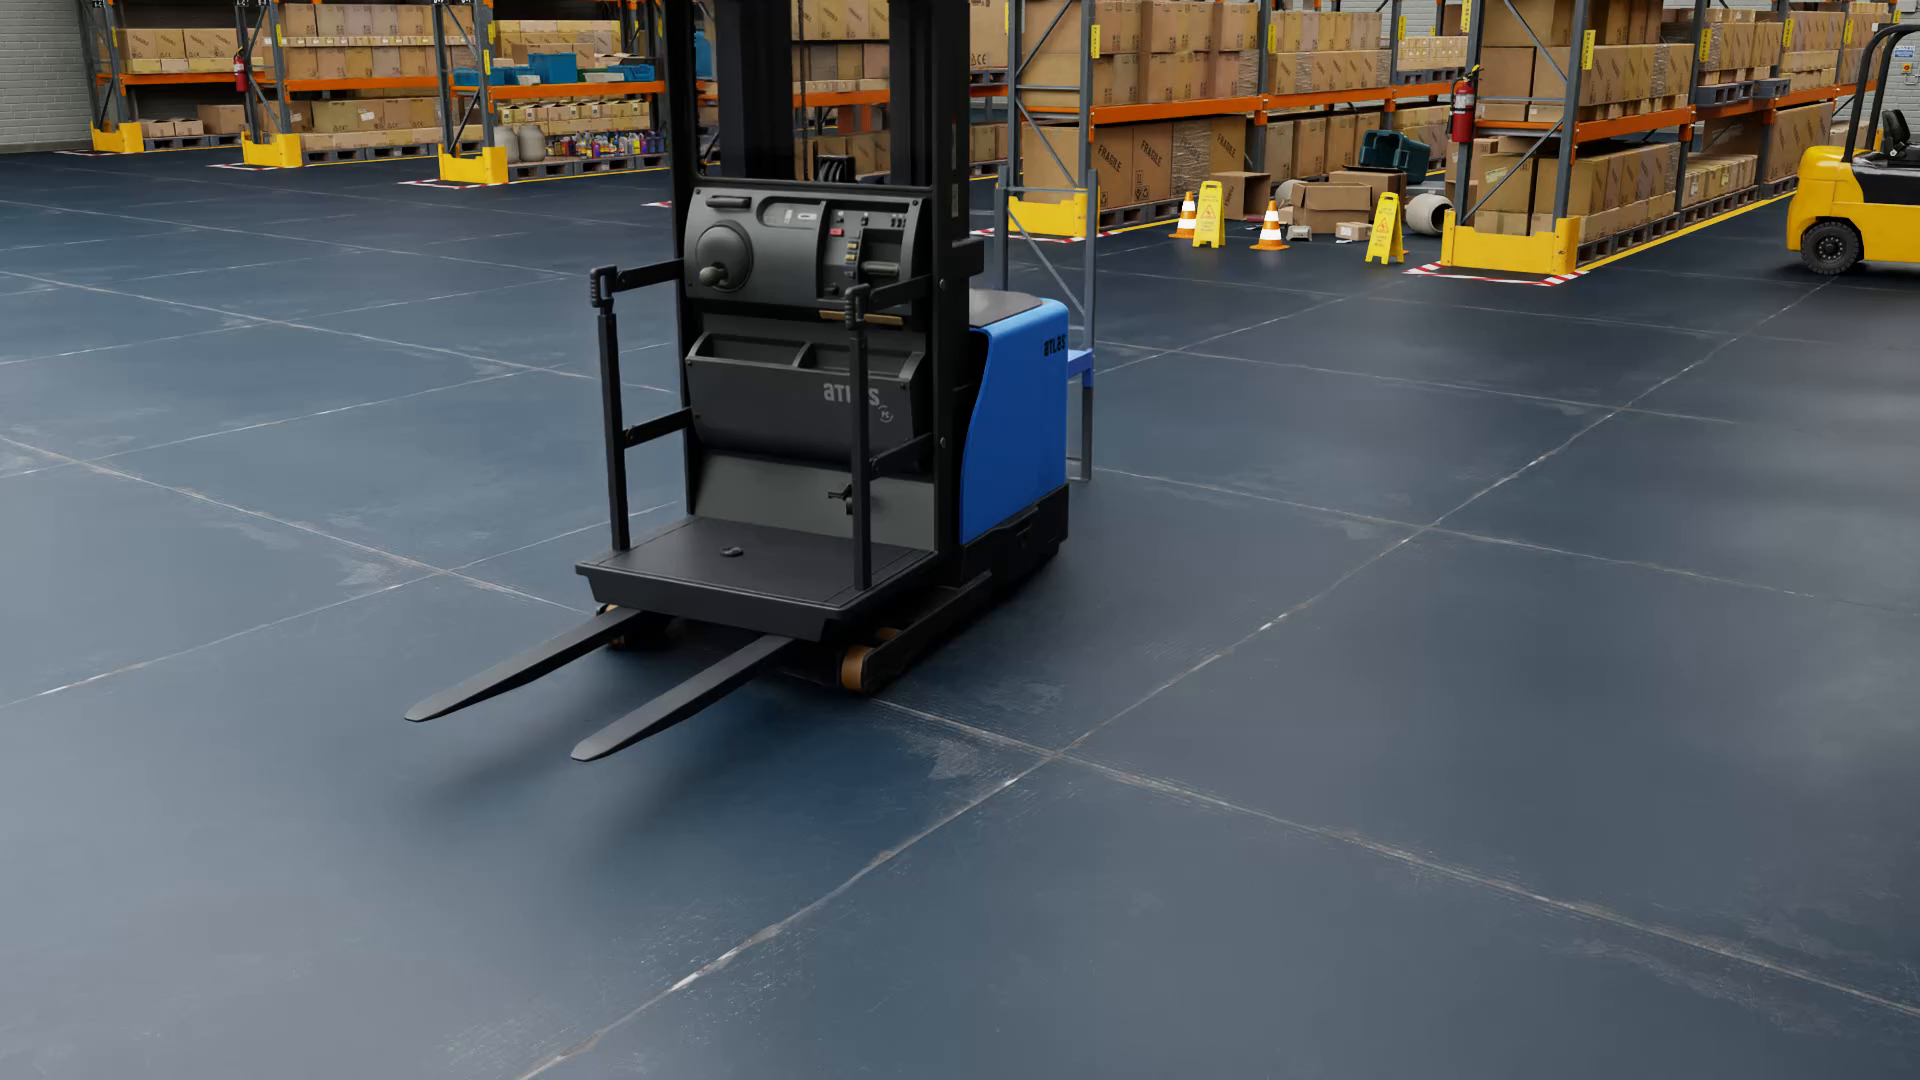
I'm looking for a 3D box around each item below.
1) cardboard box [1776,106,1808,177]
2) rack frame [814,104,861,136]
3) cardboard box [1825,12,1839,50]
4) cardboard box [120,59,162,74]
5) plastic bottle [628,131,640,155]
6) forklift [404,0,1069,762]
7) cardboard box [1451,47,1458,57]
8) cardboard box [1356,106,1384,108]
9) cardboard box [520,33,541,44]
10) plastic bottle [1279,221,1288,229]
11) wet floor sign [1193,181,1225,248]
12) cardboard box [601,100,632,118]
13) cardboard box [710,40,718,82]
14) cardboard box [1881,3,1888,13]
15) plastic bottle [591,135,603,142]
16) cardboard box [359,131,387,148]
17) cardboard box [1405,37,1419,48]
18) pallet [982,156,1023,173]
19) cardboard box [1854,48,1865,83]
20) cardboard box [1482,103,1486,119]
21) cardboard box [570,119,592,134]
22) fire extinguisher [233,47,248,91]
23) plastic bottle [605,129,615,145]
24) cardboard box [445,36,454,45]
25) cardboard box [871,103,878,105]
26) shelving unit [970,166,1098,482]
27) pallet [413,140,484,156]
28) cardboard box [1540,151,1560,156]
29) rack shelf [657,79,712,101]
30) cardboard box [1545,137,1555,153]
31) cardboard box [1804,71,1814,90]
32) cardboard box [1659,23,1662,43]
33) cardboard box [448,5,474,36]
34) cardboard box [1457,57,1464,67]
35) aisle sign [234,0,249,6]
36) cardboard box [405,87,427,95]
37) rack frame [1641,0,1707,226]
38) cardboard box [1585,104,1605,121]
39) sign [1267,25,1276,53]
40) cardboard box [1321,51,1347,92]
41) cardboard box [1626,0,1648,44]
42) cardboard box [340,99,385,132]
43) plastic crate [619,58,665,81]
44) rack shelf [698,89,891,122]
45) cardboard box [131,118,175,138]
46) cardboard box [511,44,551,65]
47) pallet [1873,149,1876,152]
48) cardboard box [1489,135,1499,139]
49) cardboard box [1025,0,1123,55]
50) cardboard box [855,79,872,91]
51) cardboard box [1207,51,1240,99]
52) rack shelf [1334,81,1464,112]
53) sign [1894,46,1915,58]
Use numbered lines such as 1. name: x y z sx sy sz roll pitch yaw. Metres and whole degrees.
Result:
1. cardboard box: 10.763 -5.369 22.351 0.875 0.875 0.875 13 21 35
2. rack frame: -2.186 -8.448 29.391 1.000 3.000 0.127 12 21 35
3. cardboard box: 11.767 -7.025 22.952 0.500 0.500 0.500 13 21 36
4. cardboard box: -14.364 -8.292 29.106 0.500 0.250 0.500 12 21 33
5. plastic bottle: -5.029 -6.114 25.598 0.144 0.351 0.185 12 21 34
6. forklift: -0.648 -1.030 5.618 1.130 2.935 3.031 8 19 25
7. cardboard box: 7.398 -7.469 25.452 0.380 0.149 0.250 11 20 32
8. cardboard box: 6.204 -6.369 24.938 0.500 0.250 0.500 13 21 35
9. cardboard box: -9.328 -10.592 35.590 0.500 0.500 0.500 13 22 36
10. plastic bottle: 3.536 -3.472 18.321 0.133 0.061 0.283 5 18 16
11. wet floor sign: 2.521 -3.286 16.738 0.267 0.644 0.232 8 19 25
12. cardboard box: -6.581 -8.187 31.531 0.500 0.311 0.500 12 21 34
13. cardboard box: -2.625 -5.984 20.785 0.875 0.500 0.500 12 21 35
14. cardboard box: 14.246 -8.301 25.967 0.380 0.149 0.250 12 21 34
15. plastic bottle: -5.616 -6.120 25.743 0.152 0.276 0.135 12 21 35
16. cardboard box: -9.837 -6.634 27.476 0.500 0.250 0.500 12 21 35
17. cardboard box: 6.453 -7.235 24.197 0.380 0.149 0.250 12 21 34
18. pallet: 0.597 -5.766 25.456 1.003 0.211 1.213 12 21 35
19. cardboard box: 13.228 -7.124 24.959 0.500 0.500 0.500 13 21 35
20. cardboard box: 5.097 -4.003 15.501 0.380 0.149 0.250 12 21 34
21. cardboard box: -7.190 -7.678 30.839 0.500 0.250 0.500 13 21 36
22. fire extinguisher: -11.372 -7.436 26.262 0.296 0.674 0.183 12 21 35
23. plastic bottle: -5.496 -6.277 26.123 0.144 0.351 0.185 11 21 32
24. cardboard box: -8.838 -8.505 28.313 0.380 0.149 0.250 12 21 33
25. cardboard box: -2.112 -9.733 37.423 0.500 0.250 0.500 12 21 35
26. shelving unit: 0.189 -0.903 7.623 0.538 1.500 1.048 8 19 25
27. pallet: -9.053 -6.858 28.972 1.003 0.211 1.213 12 21 35
28. cardboard box: 5.560 -3.524 16.198 0.500 0.500 0.500 13 22 37
29. rack shelf: -3.378 -7.629 27.964 1.077 0.370 4.000 12 21 35
30. cardboard box: 5.569 -3.867 16.210 0.380 0.149 0.250 13 21 36
31. cardboard box: 11.144 -6.190 22.372 0.500 0.250 0.500 12 21 35
32. cardboard box: 7.458 -5.410 18.230 0.500 0.500 0.500 12 21 34
33. cardboard box: -8.805 -8.932 28.594 0.700 0.500 0.500 13 21 35
34. cardboard box: 7.566 -7.396 25.717 0.380 0.149 0.250 11 20 32
35. aisle sign: -11.204 -8.697 25.808 0.394 0.787 0.004 12 21 35
36. cardboard box: -11.222 -9.145 33.842 0.500 0.250 0.500 12 21 34
37. rack frame: 7.367 -4.869 17.866 1.000 3.000 0.127 12 21 35
38. cardboard box: 5.715 -3.952 15.337 0.380 0.149 0.250 12 21 33
39. sign: 3.778 -6.074 20.151 0.100 0.325 0.005 12 21 35
40. cardboard box: 4.764 -6.205 22.000 0.500 0.500 0.500 13 21 36
41. cardboard box: 6.609 -5.352 17.065 0.700 0.500 0.500 13 21 35
42. cardboard box: -9.847 -6.994 27.372 0.500 0.500 0.500 12 21 35
43. plastic crate: -4.984 -7.364 26.004 0.767 0.338 0.504 12 21 35
44. rack shelf: -1.783 -5.801 22.078 1.077 0.370 4.000 12 21 35
45. cardboard box: -14.425 -7.369 29.706 0.500 0.311 0.500 10 20 29
46. cardboard box: -7.761 -8.725 30.114 0.500 0.500 0.500 14 22 39
47. pallet: 14.103 -6.191 26.826 1.003 0.211 1.213 12 21 35
48. cardboard box: 8.571 -6.636 27.153 0.380 0.149 0.250 14 22 37
49. cardboard box: 1.200 -5.436 17.618 0.875 0.550 0.550 12 21 35
50. cardboard box: -1.389 -6.043 22.068 0.380 0.149 0.250 12 21 35
51. cardboard box: 2.812 -5.567 19.859 0.875 0.550 0.550 12 21 35
52. rack shelf: 6.906 -6.805 25.314 1.077 0.370 4.000 12 21 35
53. sign: 17.856 -9.227 31.442 0.327 0.218 0.001 12 21 35
